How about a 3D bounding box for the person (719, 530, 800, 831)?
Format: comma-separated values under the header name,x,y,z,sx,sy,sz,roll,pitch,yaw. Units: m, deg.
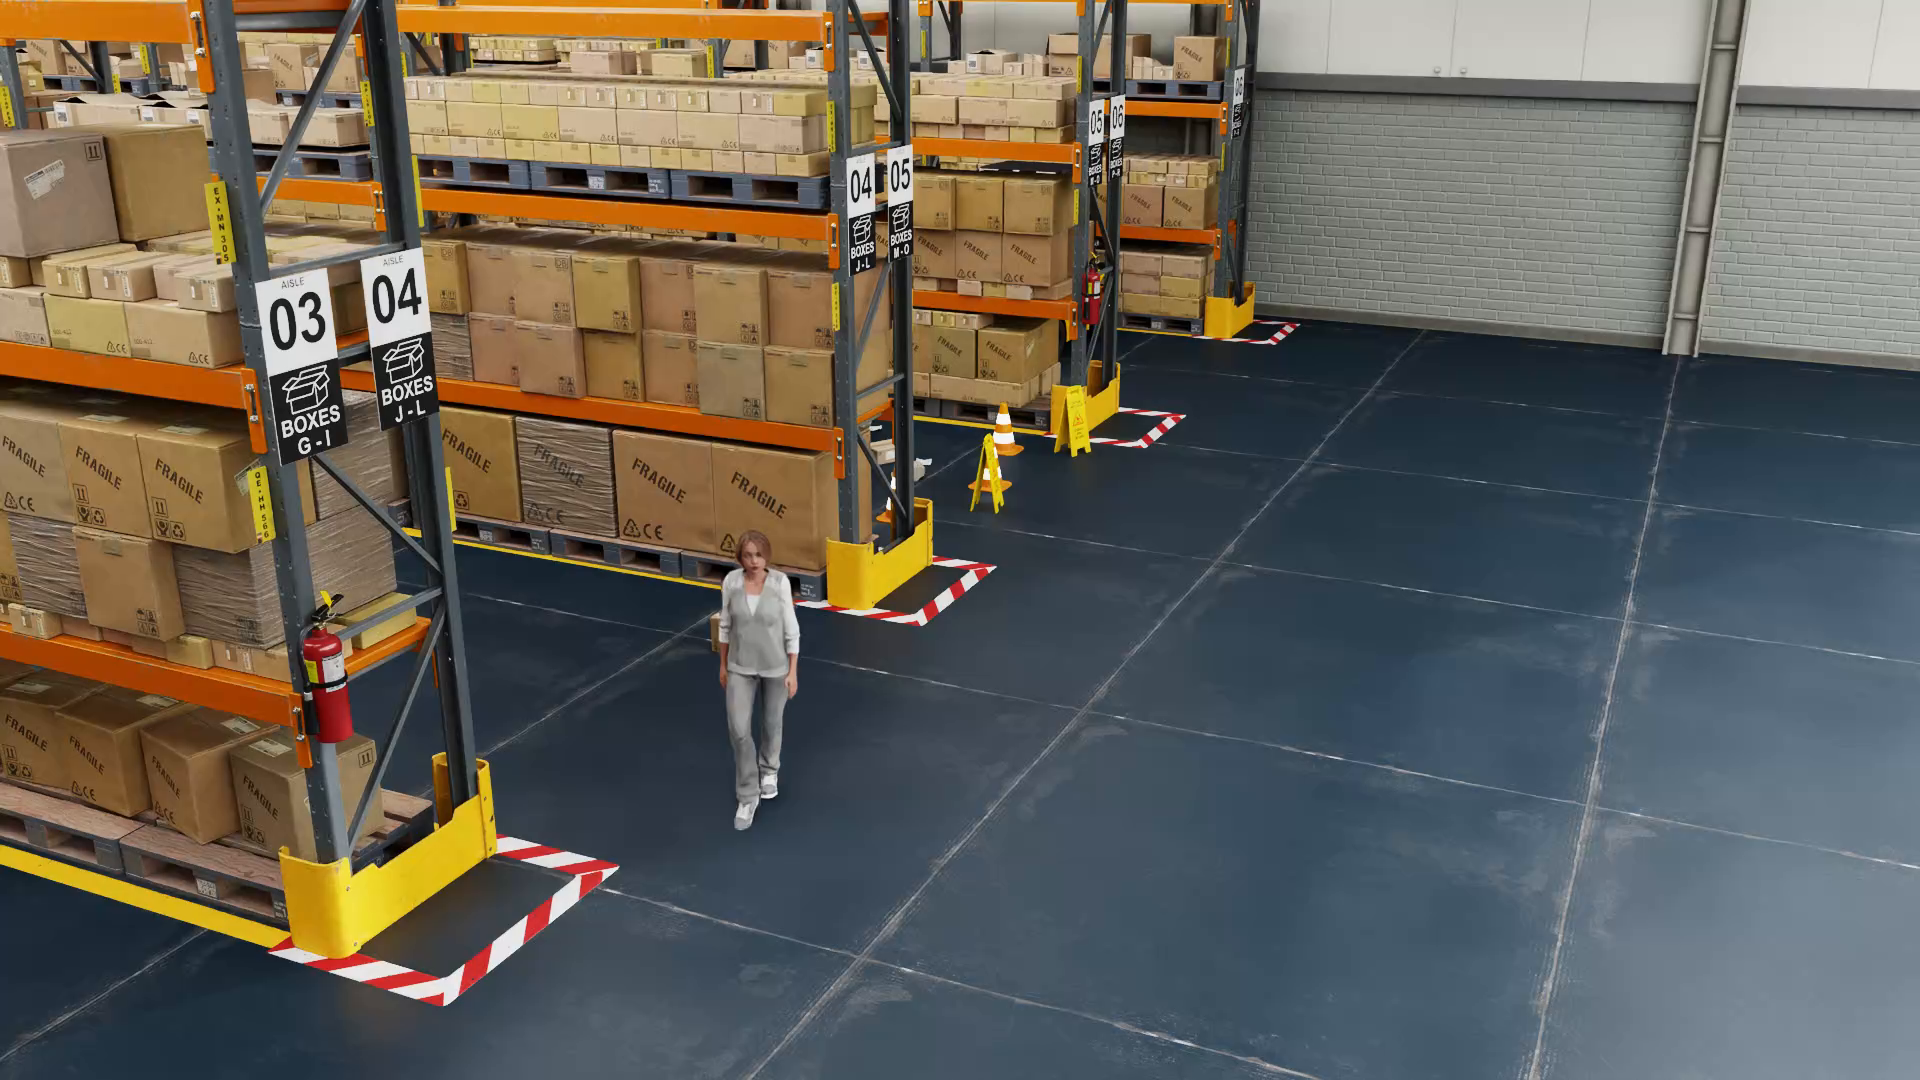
name,x,y,z,sx,sy,sz,roll,pitch,yaw
person,-1.084,0.737,9.005,0.454,1.650,0.548,-1,19,-4
